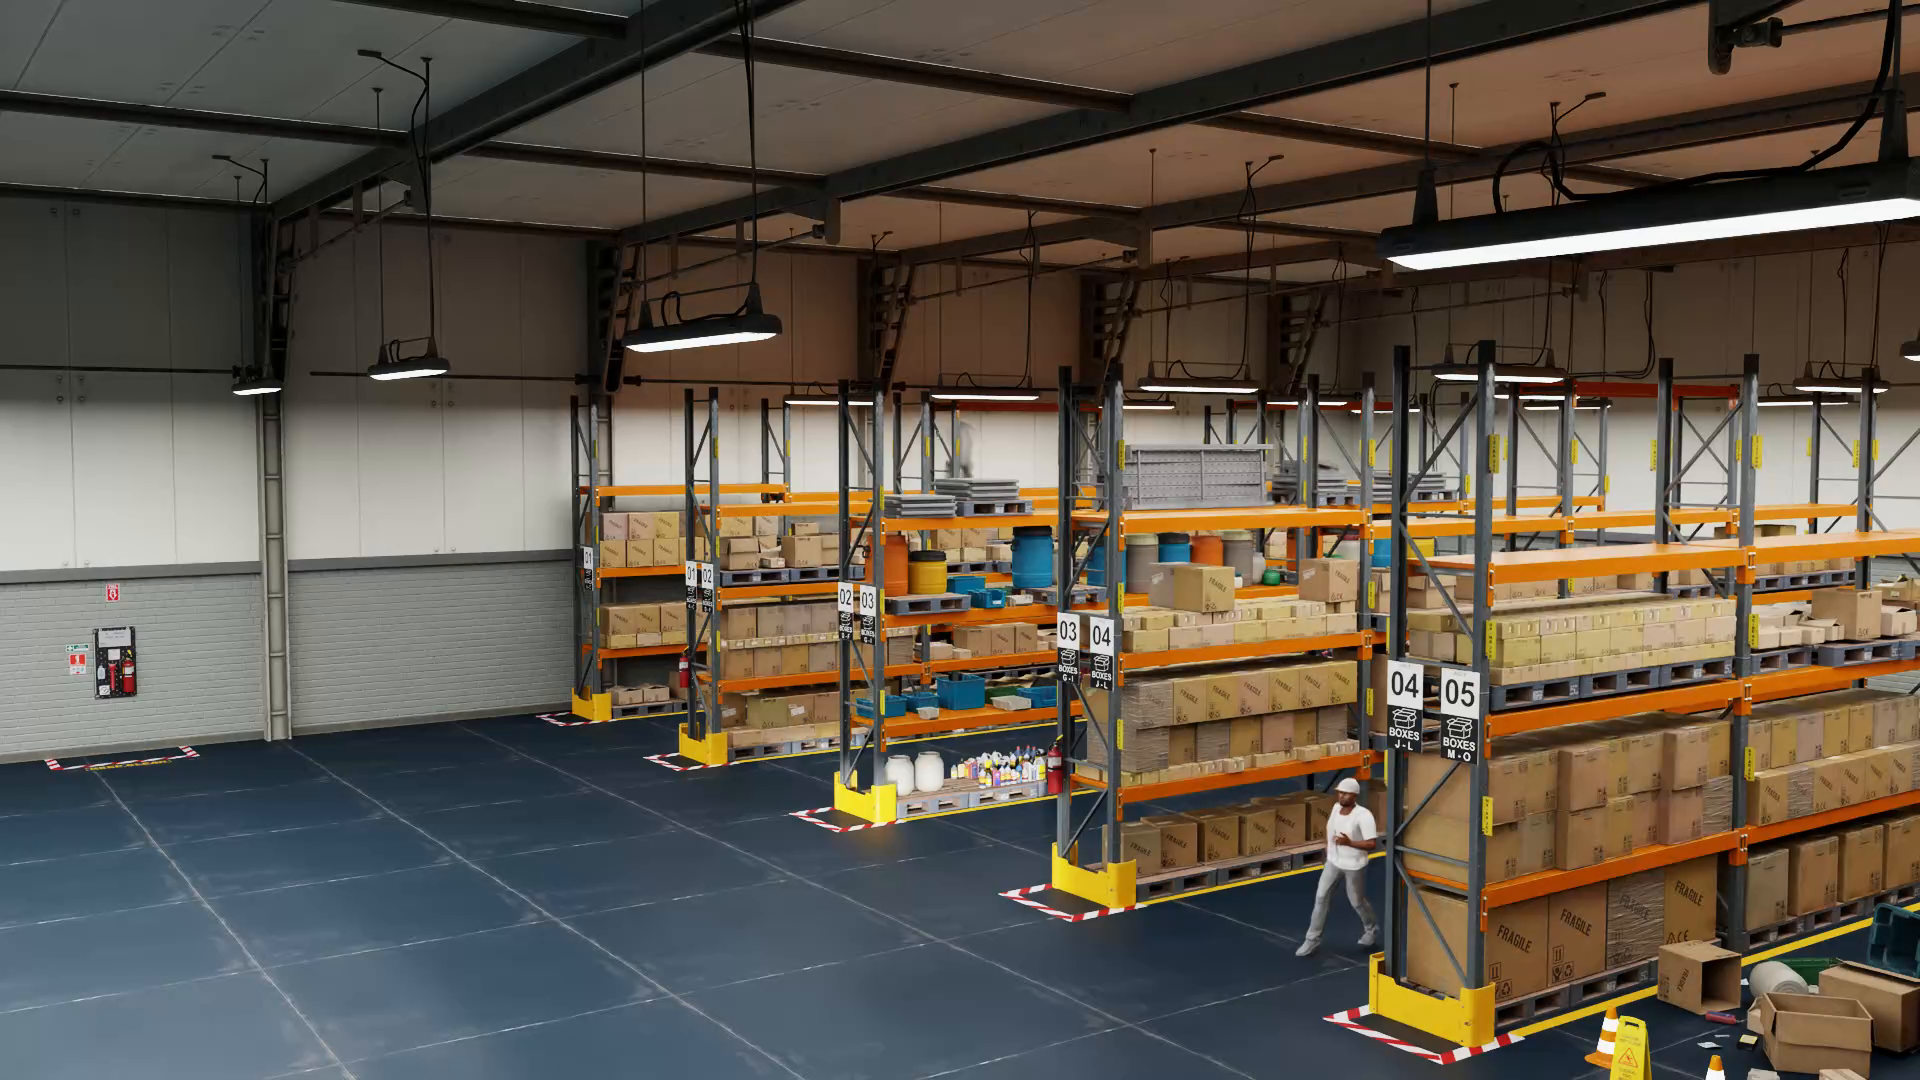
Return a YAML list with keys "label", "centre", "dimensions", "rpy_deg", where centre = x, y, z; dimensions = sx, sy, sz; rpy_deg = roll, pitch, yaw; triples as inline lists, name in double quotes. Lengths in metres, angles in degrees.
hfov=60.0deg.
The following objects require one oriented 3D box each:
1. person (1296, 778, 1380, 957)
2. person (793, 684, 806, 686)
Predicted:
- label: "person"
  centre: [3.886, 3.266, 16.647]
  dimensions: [0.931, 1.786, 0.682]
  rpy_deg: [-3, 4, -39]
- label: "person"
  centre: [-2.910, 2.428, 30.726]
  dimensions: [0.914, 1.784, 0.686]
  rpy_deg: [-3, 4, -39]
